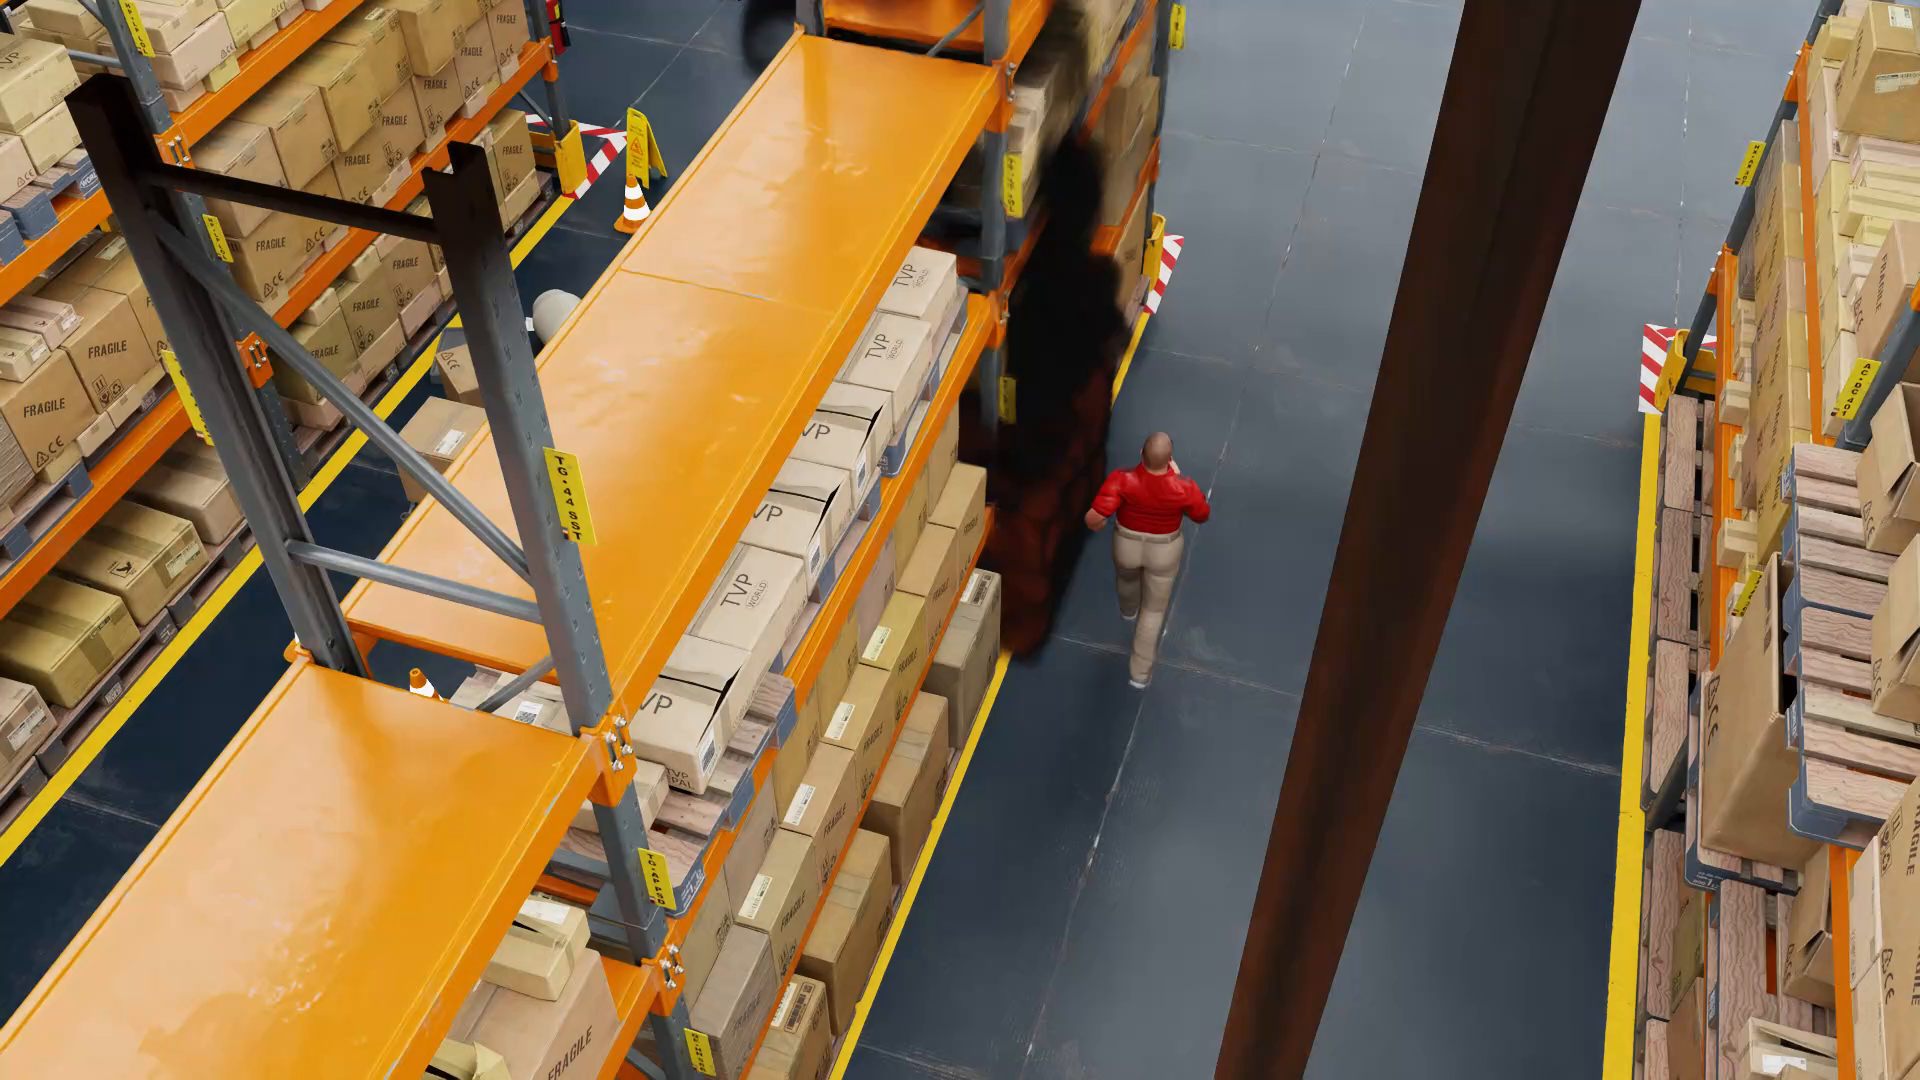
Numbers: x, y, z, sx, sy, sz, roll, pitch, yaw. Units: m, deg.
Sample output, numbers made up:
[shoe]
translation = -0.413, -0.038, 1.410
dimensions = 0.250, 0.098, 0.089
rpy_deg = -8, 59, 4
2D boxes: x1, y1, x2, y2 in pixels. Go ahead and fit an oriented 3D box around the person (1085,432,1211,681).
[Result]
[person]
translation = 1.053, 0.023, 9.403
dimensions = 0.662, 1.633, 0.774
rpy_deg = 12, 47, 11
